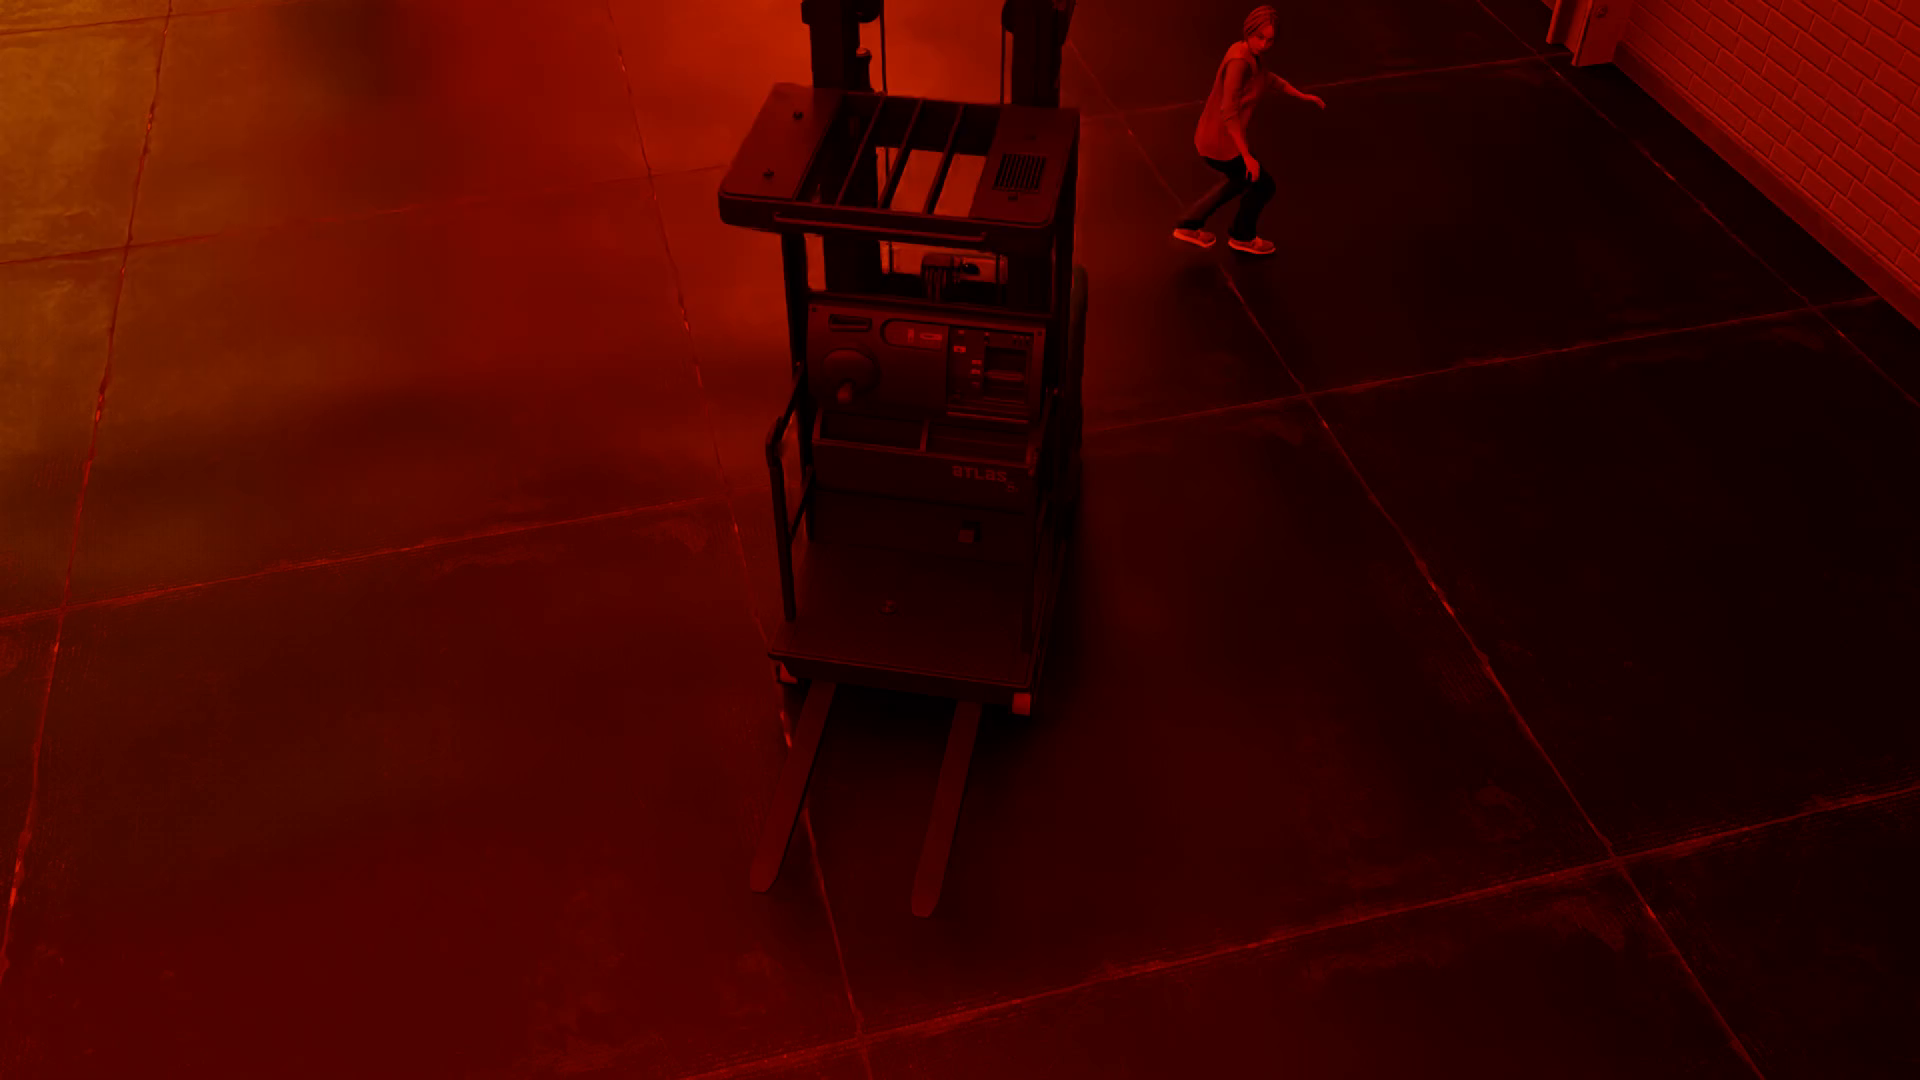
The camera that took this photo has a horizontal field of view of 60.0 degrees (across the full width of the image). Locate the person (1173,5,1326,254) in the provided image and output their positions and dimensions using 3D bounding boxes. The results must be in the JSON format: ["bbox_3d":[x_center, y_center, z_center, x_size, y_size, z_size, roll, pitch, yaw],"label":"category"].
[{"bbox_3d":[1.586,-2.127,8.970,0.770,1.474,0.745,0,43,0],"label":"person"}]

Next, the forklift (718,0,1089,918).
[{"bbox_3d":[-0.171,-0.602,6.282,1.130,2.935,3.031,7,44,7],"label":"forklift"}]
